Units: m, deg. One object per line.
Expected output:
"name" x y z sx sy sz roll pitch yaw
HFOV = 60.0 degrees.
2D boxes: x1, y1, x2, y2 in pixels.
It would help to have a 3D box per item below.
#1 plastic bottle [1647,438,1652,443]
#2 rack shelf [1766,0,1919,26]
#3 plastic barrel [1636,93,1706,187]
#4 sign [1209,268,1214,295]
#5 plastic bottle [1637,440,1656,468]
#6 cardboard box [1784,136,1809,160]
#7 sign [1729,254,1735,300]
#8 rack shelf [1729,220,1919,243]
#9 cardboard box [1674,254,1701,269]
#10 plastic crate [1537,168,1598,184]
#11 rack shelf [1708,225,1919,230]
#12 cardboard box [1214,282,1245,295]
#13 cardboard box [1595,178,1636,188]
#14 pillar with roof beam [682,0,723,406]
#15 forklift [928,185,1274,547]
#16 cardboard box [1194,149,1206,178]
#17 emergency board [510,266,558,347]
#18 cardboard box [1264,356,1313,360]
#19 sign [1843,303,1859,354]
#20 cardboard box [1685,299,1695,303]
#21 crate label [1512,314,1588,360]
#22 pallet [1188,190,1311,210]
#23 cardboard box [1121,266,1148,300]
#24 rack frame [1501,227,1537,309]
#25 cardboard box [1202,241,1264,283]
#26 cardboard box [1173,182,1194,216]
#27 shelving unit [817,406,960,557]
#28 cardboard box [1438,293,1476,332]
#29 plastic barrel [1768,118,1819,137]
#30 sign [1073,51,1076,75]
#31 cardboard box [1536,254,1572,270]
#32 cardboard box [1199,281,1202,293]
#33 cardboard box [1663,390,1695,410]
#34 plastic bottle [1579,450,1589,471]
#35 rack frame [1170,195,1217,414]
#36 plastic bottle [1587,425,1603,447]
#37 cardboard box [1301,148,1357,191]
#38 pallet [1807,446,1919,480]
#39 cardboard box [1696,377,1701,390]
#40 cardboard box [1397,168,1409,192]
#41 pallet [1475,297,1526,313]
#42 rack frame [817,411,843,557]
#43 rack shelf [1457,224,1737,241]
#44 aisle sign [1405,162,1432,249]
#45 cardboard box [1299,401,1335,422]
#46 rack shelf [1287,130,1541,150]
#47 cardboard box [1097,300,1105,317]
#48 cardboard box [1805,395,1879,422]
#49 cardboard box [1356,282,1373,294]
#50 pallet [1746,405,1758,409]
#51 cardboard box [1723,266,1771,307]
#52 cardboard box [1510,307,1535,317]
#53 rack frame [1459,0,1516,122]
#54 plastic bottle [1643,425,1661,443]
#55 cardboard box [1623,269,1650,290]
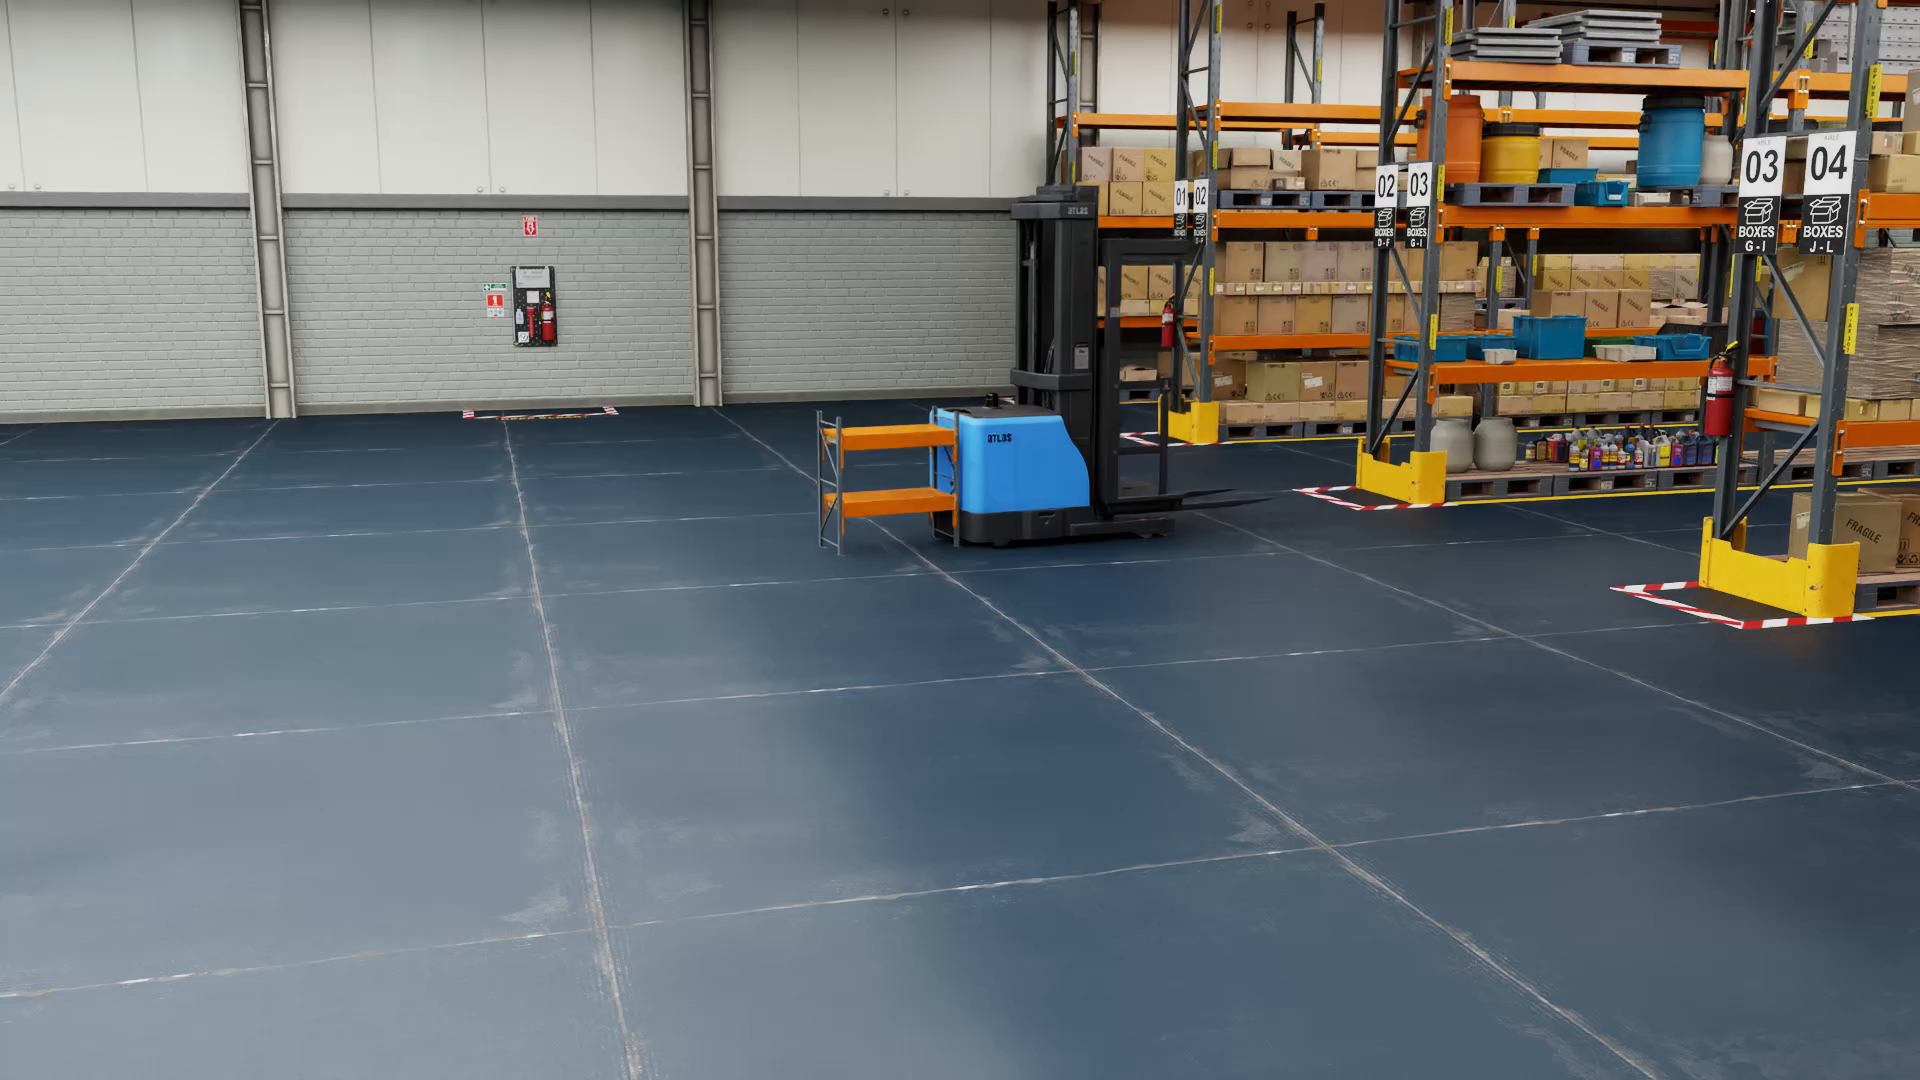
"plastic bottle" 7.046 -0.903 16.953 0.133 0.283 0.061 -3 11 -16
"rack shelf" 7.596 -3.747 11.543 4.000 0.370 1.077 -3 11 -16
"plastic barrel" 7.146 -4.011 16.720 0.708 0.901 0.600 -3 11 -16
"sign" 3.059 -3.141 20.215 0.005 0.325 0.100 -3 11 -16
"plastic bottle" 6.942 -0.875 16.823 0.135 0.276 0.152 -3 11 -15
"cardboard box" 5.855 -2.717 11.548 0.250 0.149 0.380 -3 11 -16
"sign" 5.539 -1.873 11.867 0.005 0.325 0.100 -3 11 -16
"rack shelf" 10.052 -3.337 17.591 4.000 0.370 1.077 -3 11 -16
"cardboard box" 12.173 -4.723 28.195 0.500 0.250 0.500 -3 11 -15
"plastic crate" 6.038 -3.528 16.687 0.575 0.384 0.392 -3 11 -16
"rack shelf" 12.511 -4.401 23.369 4.000 0.370 1.077 -3 11 -16
"cardboard box" 3.347 -3.124 20.663 0.250 0.149 0.380 -3 11 -16
"cardboard box" 8.603 -4.670 22.098 0.500 0.250 0.500 -4 11 -21
"pillar with roof beam" -2.605 -5.719 20.255 0.400 9.000 9.100 -3 11 -16
"forklift" 1.288 -1.540 14.315 3.031 2.935 1.130 -5 11 -24
"cardboard box" 3.935 -5.732 25.522 0.500 0.500 0.500 -3 11 -18
"emergency board" -6.192 -3.398 24.220 0.643 1.169 0.194 -3 11 -16
"cardboard box" 4.298 -2.128 21.687 0.500 0.500 0.500 -3 11 -16
"sign" 5.827 -1.383 10.881 0.005 0.325 0.100 -3 11 -16
"cardboard box" 12.301 -4.039 28.342 0.250 0.149 0.380 -3 11 -14
"crate label" 5.982 -2.070 16.906 0.616 0.435 0.502 -3 11 -16
"pallet" 3.596 -4.236 20.733 1.213 0.211 1.003 -3 11 -16
"cardboard box" 2.542 -3.934 25.421 0.500 0.500 0.500 -3 11 -16
"rack frame" 9.203 -4.039 27.702 0.127 3.000 1.000 -3 11 -16
"cardboard box" 3.413 -3.485 20.831 0.500 0.500 0.700 -3 11 -16
"cardboard box" 3.444 -5.221 25.504 0.500 0.500 0.500 -2 11 -12
"shelving unit" -0.585 -0.493 13.618 1.048 1.125 0.538 -5 11 -24
"cardboard box" 6.326 -3.001 21.789 0.500 0.500 0.700 -3 11 -17
"plastic barrel" 8.559 -3.900 17.276 0.708 0.901 0.600 -3 11 -16
"sign" 1.673 -6.989 24.356 0.005 0.325 0.100 -3 11 -16
"cardboard box" 9.739 -4.593 27.486 0.500 0.250 0.500 -3 11 -15
"cardboard box" 3.224 -3.194 21.044 0.250 0.149 0.380 -3 11 -17
"cardboard box" 9.660 -1.937 22.717 0.500 0.250 0.500 -3 11 -17
"plastic bottle" 6.218 -0.795 16.594 0.097 0.201 0.097 0 10 0
"rack frame" 2.910 -2.773 20.827 0.127 3.000 1.000 -3 11 -16
"plastic bottle" 6.651 -1.028 17.449 0.185 0.351 0.144 -3 11 -16
"cardboard box" 4.581 -4.610 20.694 0.500 0.500 0.500 -3 11 -16
"pallet" 10.048 -0.852 18.092 1.213 0.211 1.003 -3 11 -16
"cardboard box" 10.157 -2.239 22.809 0.500 0.311 0.500 -3 11 -14
"cardboard box" 5.675 -4.676 21.574 0.500 0.311 0.500 -4 11 -19
"pallet" 8.549 -3.890 27.423 1.003 0.211 1.213 -3 11 -16
"rack frame" -1.049 -0.456 13.415 0.032 1.125 0.500 -5 11 -24
"rack shelf" 8.671 -4.198 22.269 4.000 0.370 1.077 -3 11 -16
"aisle sign" 4.304 -3.136 15.616 0.004 0.787 0.394 -3 11 -16
"cardboard box" 4.446 -1.667 21.253 0.500 0.250 0.500 -3 11 -16
"rack shelf" 7.283 -6.338 26.711 4.000 0.370 1.077 -3 11 -16
"cardboard box" 2.079 -3.540 25.349 0.500 0.250 0.500 -3 11 -18
"cardboard box" 6.016 -0.901 11.347 0.250 0.149 0.380 -3 11 -16
"cardboard box" 5.076 -3.215 21.158 0.250 0.149 0.380 -3 11 -14
"pallet" 11.319 -1.838 23.448 1.213 0.211 1.003 -3 11 -16
"cardboard box" 13.569 -4.414 28.908 0.700 0.700 0.980 -3 11 -15
"cardboard box" 7.543 -2.986 22.353 0.258 0.266 0.396 -3 11 -17
"rack frame" 6.751 -5.926 21.383 0.127 3.000 1.000 -3 11 -16
"plastic bottle" 7.281 -1.034 17.482 0.185 0.351 0.144 -3 11 -16
"cardboard box" 11.221 -4.302 27.977 0.500 0.500 0.500 -3 11 -14
